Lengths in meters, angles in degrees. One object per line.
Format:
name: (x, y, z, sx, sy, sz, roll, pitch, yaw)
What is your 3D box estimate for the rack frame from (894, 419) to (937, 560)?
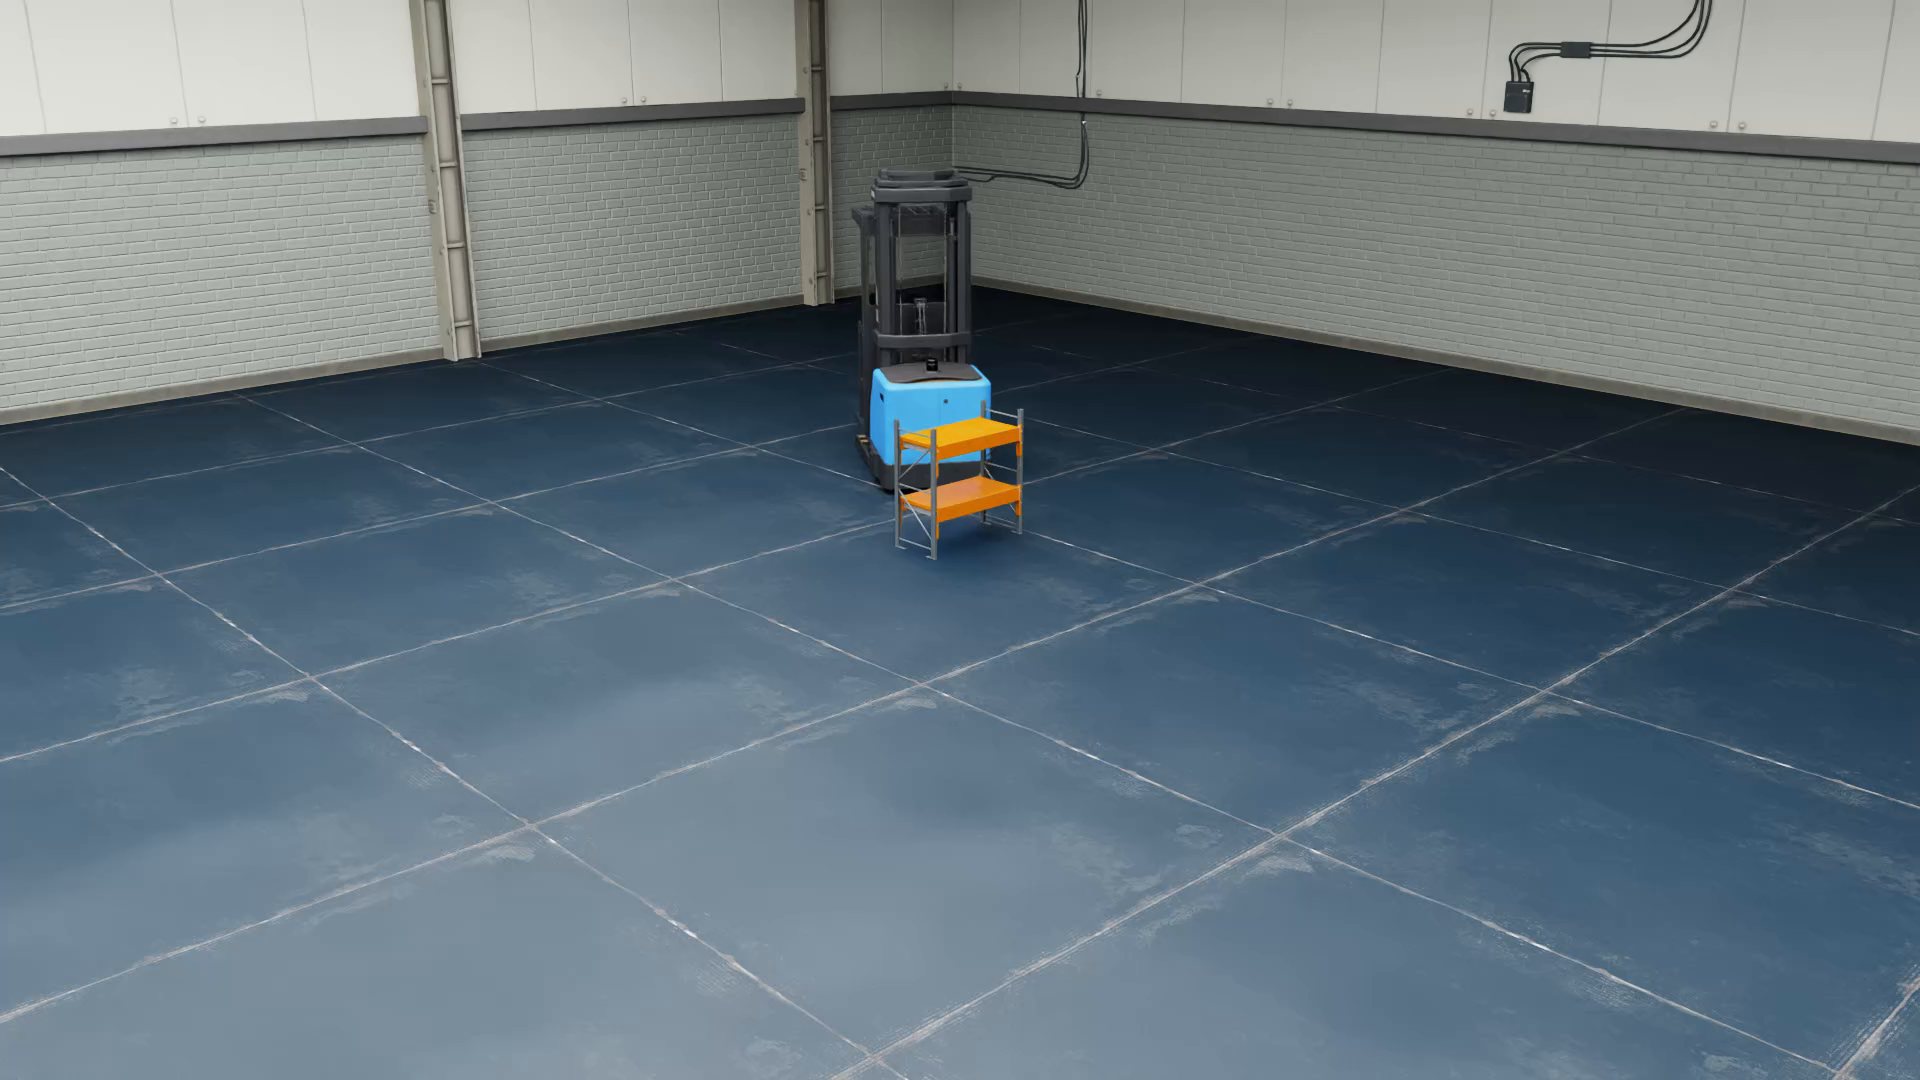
rack frame: (-0.374, -0.426, 13.975, 0.032, 1.125, 0.500, -16, 24, -41)

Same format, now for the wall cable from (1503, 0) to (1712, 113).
wall cable: (7.368, -7.772, 18.350, 0.169, 6.003, 2.305, -16, 24, -41)

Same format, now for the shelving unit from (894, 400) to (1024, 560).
shelving unit: (-0.005, -0.534, 14.307, 1.048, 1.125, 0.538, -16, 24, -41)

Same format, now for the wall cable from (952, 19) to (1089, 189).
wall cable: (0.857, -6.808, 25.925, 0.112, 2.526, 3.097, -16, 24, -41)

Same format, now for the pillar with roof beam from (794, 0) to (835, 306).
pillar with roof beam: (0.765, -6.992, 21.460, 0.400, 9.000, 9.100, -16, 24, -41)

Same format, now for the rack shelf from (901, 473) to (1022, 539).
rack shelf: (-0.005, -0.301, 14.382, 1.000, 0.278, 0.538, -16, 24, -41)

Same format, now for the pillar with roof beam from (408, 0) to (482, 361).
pillar with roof beam: (-3.594, -5.721, 17.538, 0.400, 9.000, 9.100, -16, 24, -41)

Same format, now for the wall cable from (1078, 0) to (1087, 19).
wall cable: (2.715, -8.604, 23.277, 0.112, 2.526, 3.097, -16, 24, -41)

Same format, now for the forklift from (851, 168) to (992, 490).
forklift: (-0.481, -2.283, 16.774, 1.130, 2.935, 3.031, -3, 18, -11)

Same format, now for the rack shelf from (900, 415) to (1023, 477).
rack shelf: (-0.005, -0.812, 14.217, 1.000, 0.278, 0.538, -16, 24, -41)

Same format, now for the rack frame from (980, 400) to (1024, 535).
rack frame: (0.364, -0.641, 14.639, 0.032, 1.125, 0.500, -16, 24, -41)
